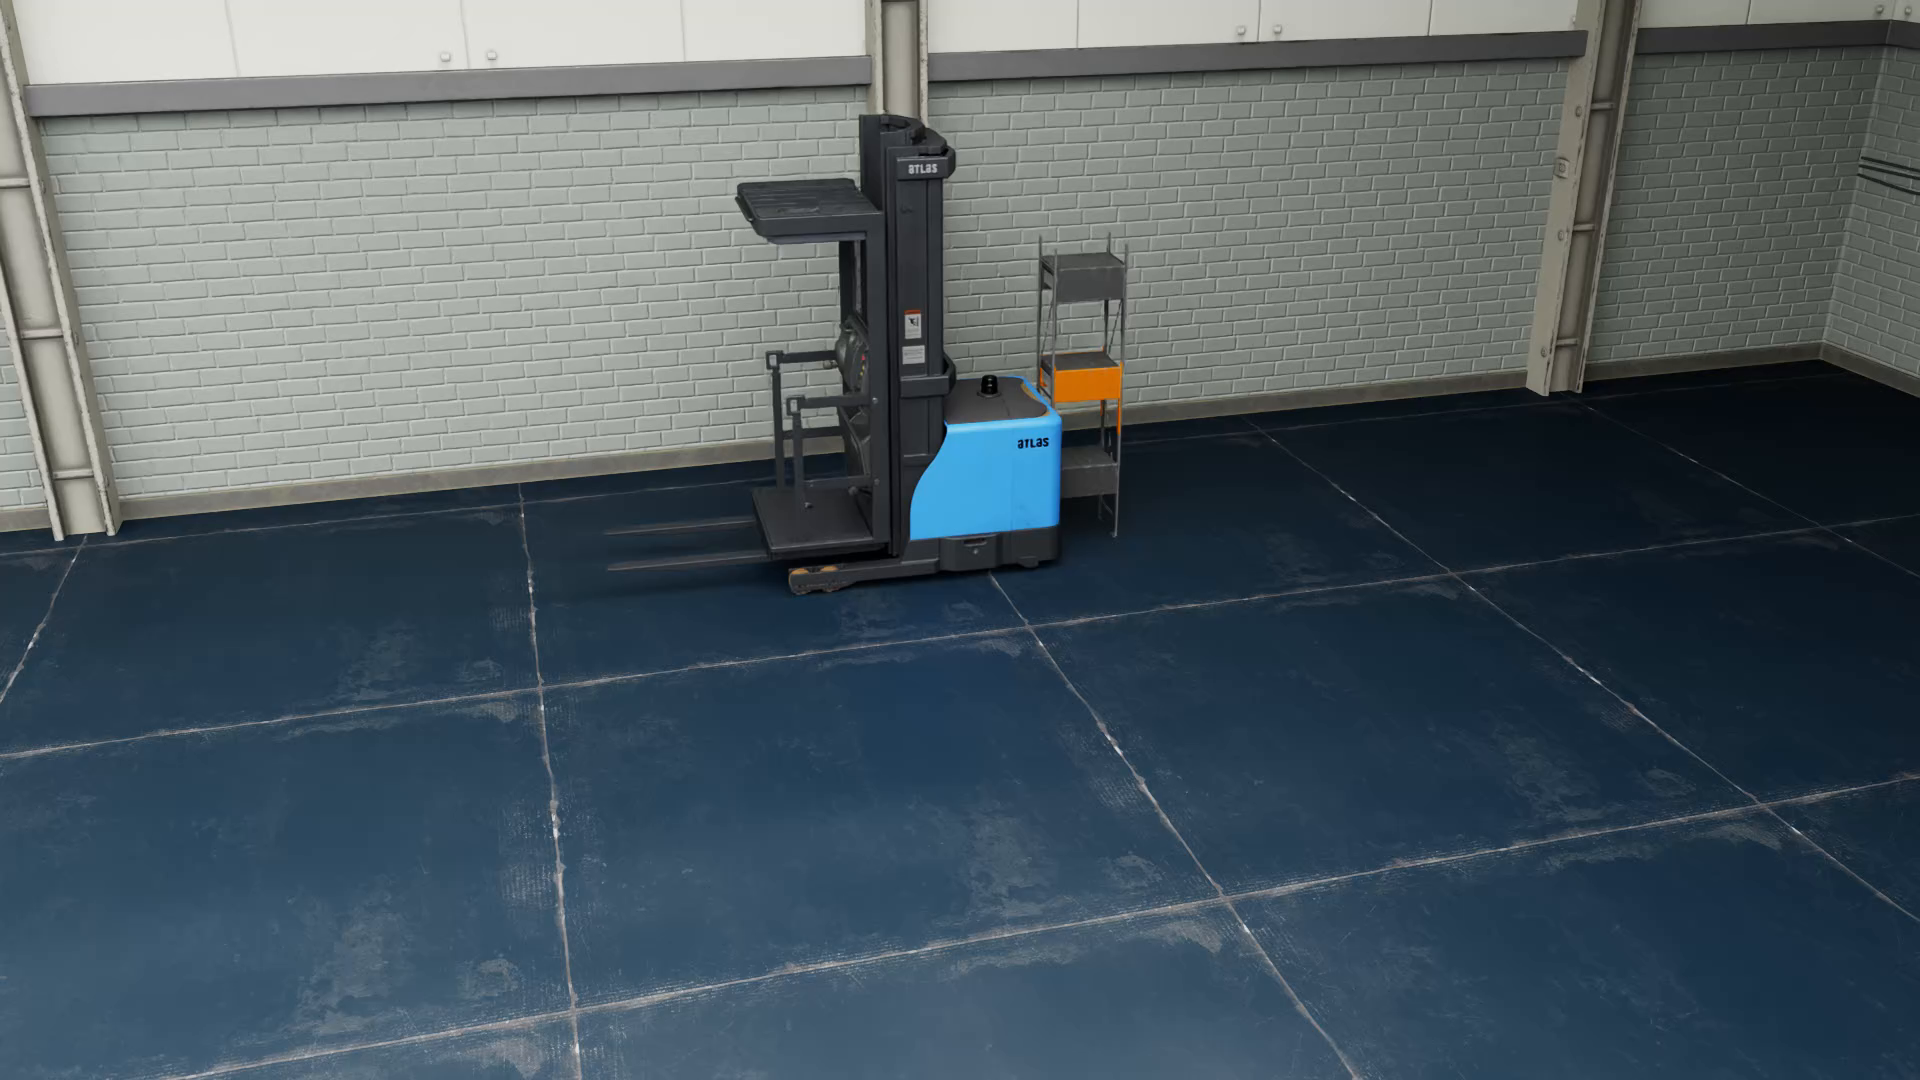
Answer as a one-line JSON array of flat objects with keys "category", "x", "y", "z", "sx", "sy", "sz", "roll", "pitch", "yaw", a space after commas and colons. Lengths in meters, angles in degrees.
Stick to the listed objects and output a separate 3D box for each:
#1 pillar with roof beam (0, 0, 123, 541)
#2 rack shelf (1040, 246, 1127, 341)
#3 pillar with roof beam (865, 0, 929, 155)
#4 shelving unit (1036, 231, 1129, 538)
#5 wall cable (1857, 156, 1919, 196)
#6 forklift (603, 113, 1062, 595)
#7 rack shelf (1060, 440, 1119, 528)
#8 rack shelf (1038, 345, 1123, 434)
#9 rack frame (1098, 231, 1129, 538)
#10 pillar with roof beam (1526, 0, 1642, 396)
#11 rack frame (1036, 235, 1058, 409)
[{"category": "pillar with roof beam", "x": -5.079, "y": -2.576, "z": 6.340, "sx": 0.400, "sy": 9.000, "sz": 9.100, "roll": -6, "pitch": 24, "yaw": -14}, {"category": "rack shelf", "x": 0.822, "y": -1.668, "z": 11.233, "sx": 0.480, "sy": 0.518, "sz": 0.431, "roll": -5, "pitch": 24, "yaw": -12}, {"category": "pillar with roof beam", "x": 0.698, "y": -3.215, "z": 7.830, "sx": 0.400, "sy": 9.000, "sz": 9.100, "roll": -6, "pitch": 24, "yaw": -14}, {"category": "shelving unit", "x": 0.822, "y": -1.037, "z": 11.504, "sx": 0.503, "sy": 2.100, "sz": 0.431, "roll": -5, "pitch": 24, "yaw": -12}, {"category": "wall cable", "x": 8.506, "y": -3.873, "z": 13.302, "sx": 0.112, "sy": 2.526, "sz": 3.097, "roll": -6, "pitch": 24, "yaw": -14}, {"category": "forklift", "x": -0.886, "y": -1.217, "z": 10.870, "sx": 3.031, "sy": 2.935, "sz": 1.130, "roll": -5, "pitch": 24, "yaw": -12}, {"category": "rack shelf", "x": 0.822, "y": -0.381, "z": 11.785, "sx": 0.480, "sy": 0.518, "sz": 0.431, "roll": -5, "pitch": 24, "yaw": -12}, {"category": "rack shelf", "x": 0.822, "y": -1.024, "z": 11.509, "sx": 0.480, "sy": 0.518, "sz": 0.431, "roll": -5, "pitch": 24, "yaw": -12}, {"category": "rack frame", "x": 1.059, "y": -1.059, "z": 11.556, "sx": 0.015, "sy": 2.100, "sz": 0.400, "roll": -5, "pitch": 24, "yaw": -12}, {"category": "pillar with roof beam", "x": 6.475, "y": -3.854, "z": 9.319, "sx": 0.400, "sy": 9.000, "sz": 9.100, "roll": -6, "pitch": 24, "yaw": -14}, {"category": "rack frame", "x": 0.585, "y": -1.015, "z": 11.452, "sx": 0.015, "sy": 2.100, "sz": 0.400, "roll": -5, "pitch": 24, "yaw": -12}]
